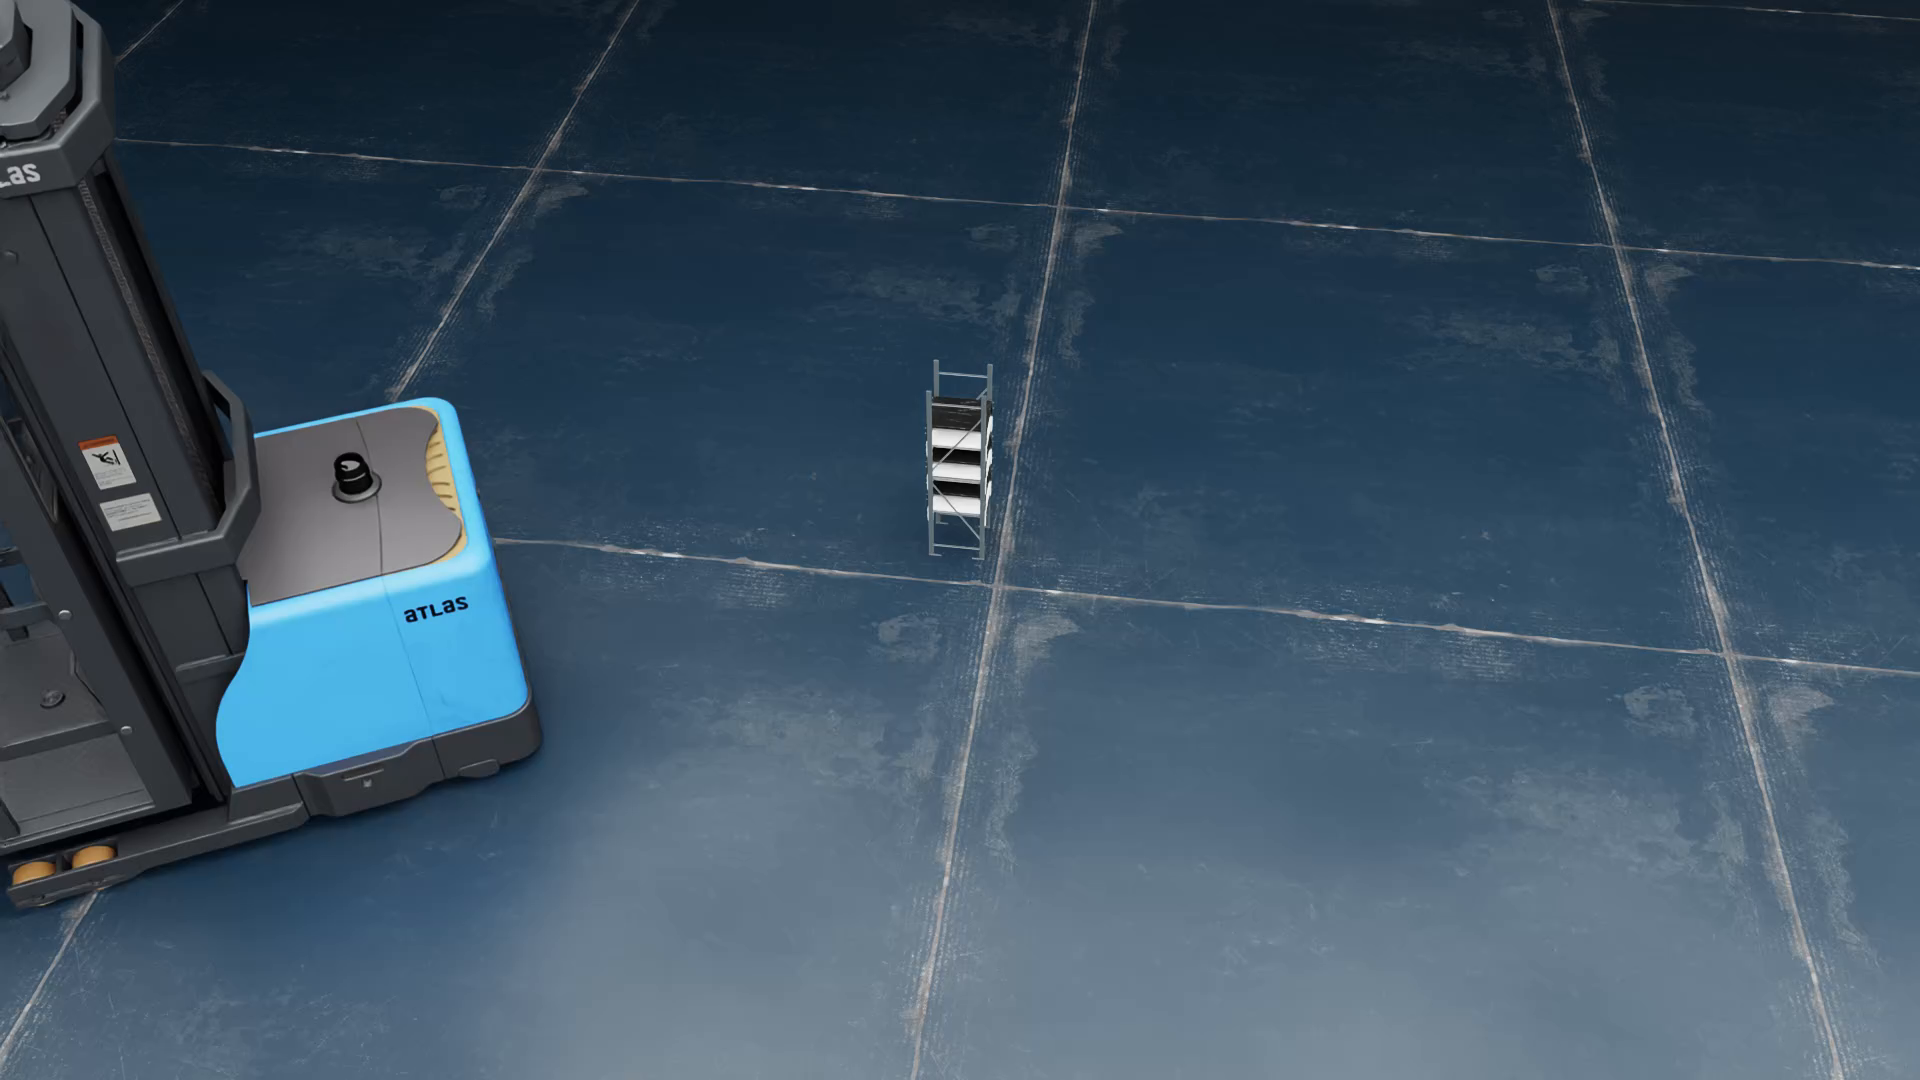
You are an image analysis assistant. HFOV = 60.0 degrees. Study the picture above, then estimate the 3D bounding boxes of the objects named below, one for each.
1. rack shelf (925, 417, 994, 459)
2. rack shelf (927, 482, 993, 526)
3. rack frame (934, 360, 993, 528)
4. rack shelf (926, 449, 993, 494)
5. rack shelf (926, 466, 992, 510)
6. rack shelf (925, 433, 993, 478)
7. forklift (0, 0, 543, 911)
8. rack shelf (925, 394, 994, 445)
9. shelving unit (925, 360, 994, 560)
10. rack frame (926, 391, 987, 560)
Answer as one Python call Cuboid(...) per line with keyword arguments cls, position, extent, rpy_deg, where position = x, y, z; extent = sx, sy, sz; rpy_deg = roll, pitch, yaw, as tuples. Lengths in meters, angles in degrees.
Cuboid(cls="rack shelf", position=(-0.001, -0.428, 6.856), extent=(0.258, 0.077, 0.200), rpy_deg=(5, 44, 6))
Cuboid(cls="rack shelf", position=(-0.001, -0.166, 7.104), extent=(0.258, 0.077, 0.200), rpy_deg=(5, 44, 6))
Cuboid(cls="rack frame", position=(0.012, -0.391, 7.030), extent=(0.240, 0.900, 0.006), rpy_deg=(5, 44, 6))
Cuboid(cls="rack shelf", position=(-0.001, -0.297, 6.980), extent=(0.258, 0.077, 0.200), rpy_deg=(5, 44, 6))
Cuboid(cls="rack shelf", position=(-0.001, -0.232, 7.042), extent=(0.258, 0.077, 0.200), rpy_deg=(5, 44, 6))
Cuboid(cls="rack shelf", position=(-0.001, -0.362, 6.918), extent=(0.258, 0.077, 0.200), rpy_deg=(5, 44, 6))
Cuboid(cls="forklift", position=(-3.170, -0.179, 5.329), extent=(3.031, 2.935, 1.130), rpy_deg=(-14, 45, -15))
Cuboid(cls="rack shelf", position=(-0.001, -0.493, 6.794), extent=(0.258, 0.077, 0.200), rpy_deg=(5, 44, 6))
Cuboid(cls="shelving unit", position=(-0.001, -0.321, 6.957), extent=(0.258, 0.900, 0.210), rpy_deg=(5, 44, 6))
Cuboid(cls="rack frame", position=(-0.015, -0.252, 6.884), extent=(0.240, 0.900, 0.006), rpy_deg=(5, 44, 6))
